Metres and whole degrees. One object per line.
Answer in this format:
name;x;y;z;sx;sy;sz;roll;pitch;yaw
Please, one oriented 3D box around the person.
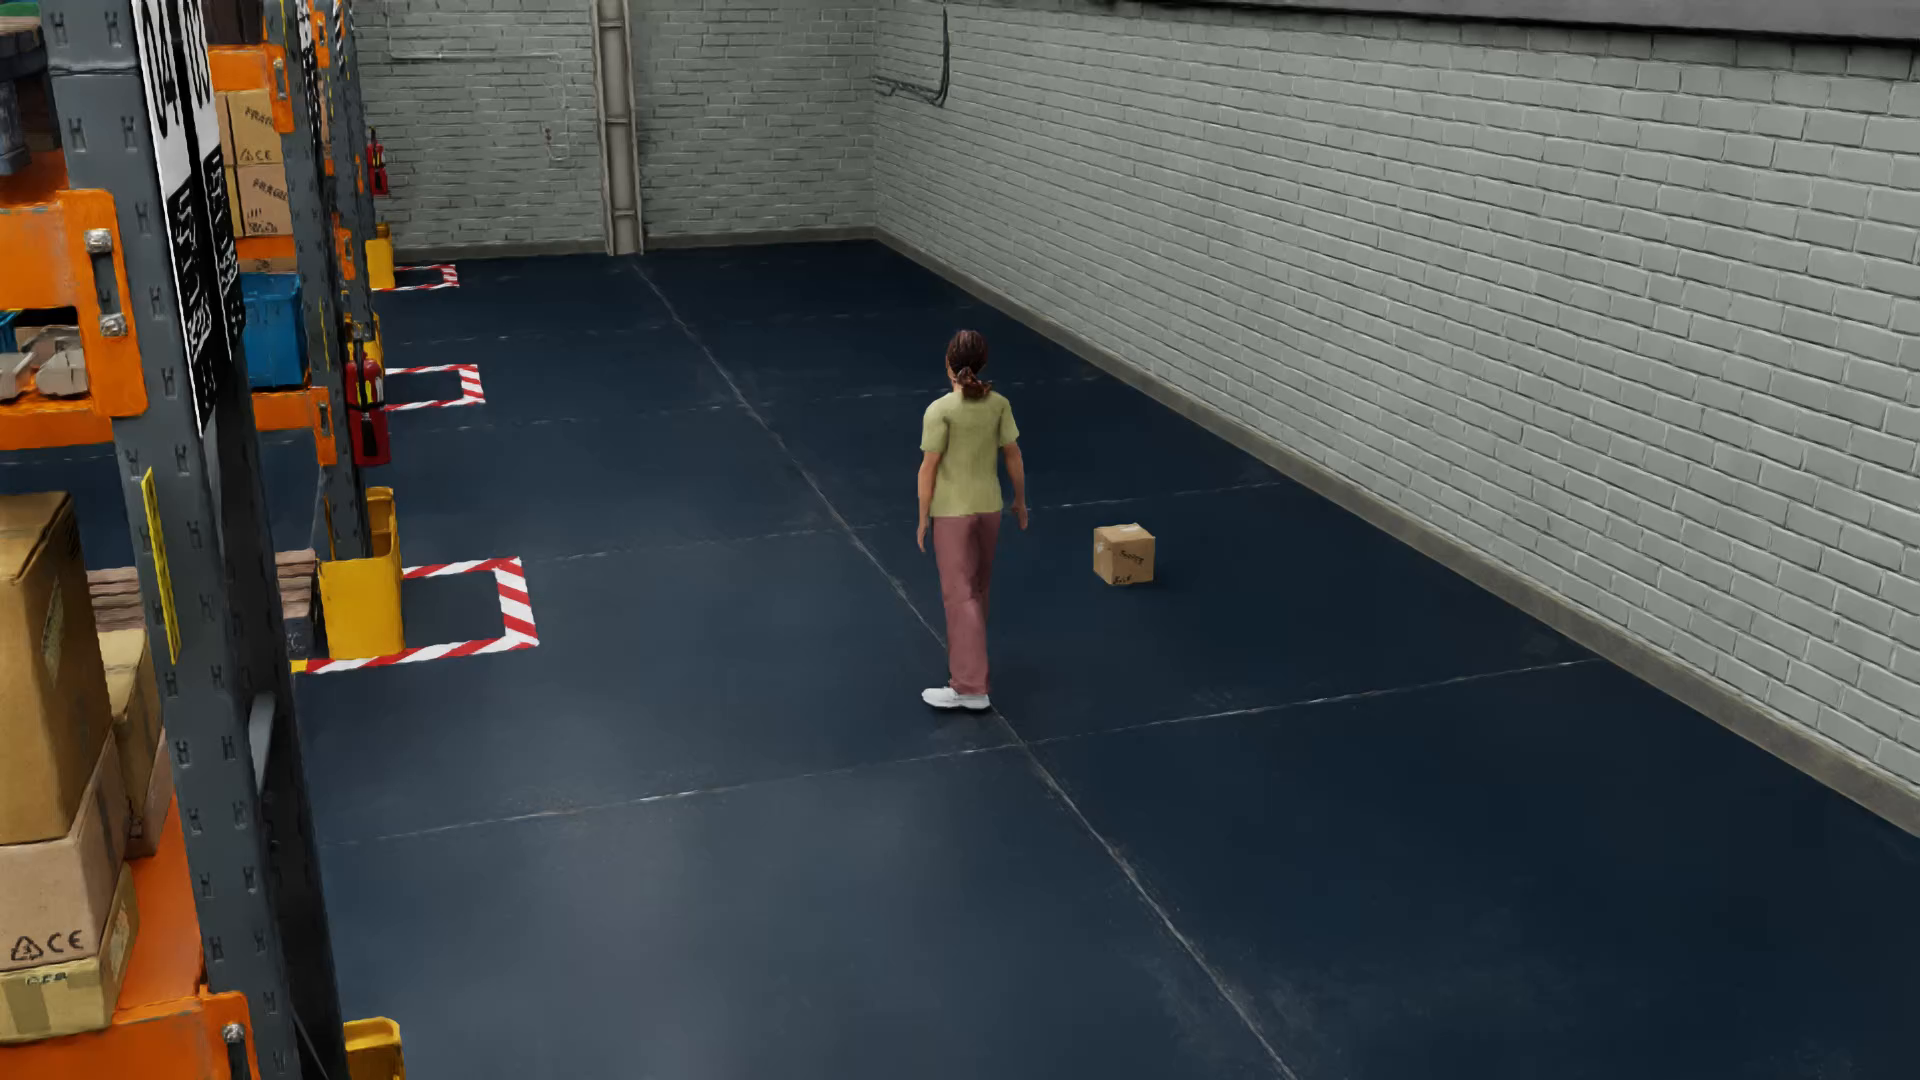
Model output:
person;0.021;-0.121;7.386;0.576;1.665;0.623;-13;23;-32
